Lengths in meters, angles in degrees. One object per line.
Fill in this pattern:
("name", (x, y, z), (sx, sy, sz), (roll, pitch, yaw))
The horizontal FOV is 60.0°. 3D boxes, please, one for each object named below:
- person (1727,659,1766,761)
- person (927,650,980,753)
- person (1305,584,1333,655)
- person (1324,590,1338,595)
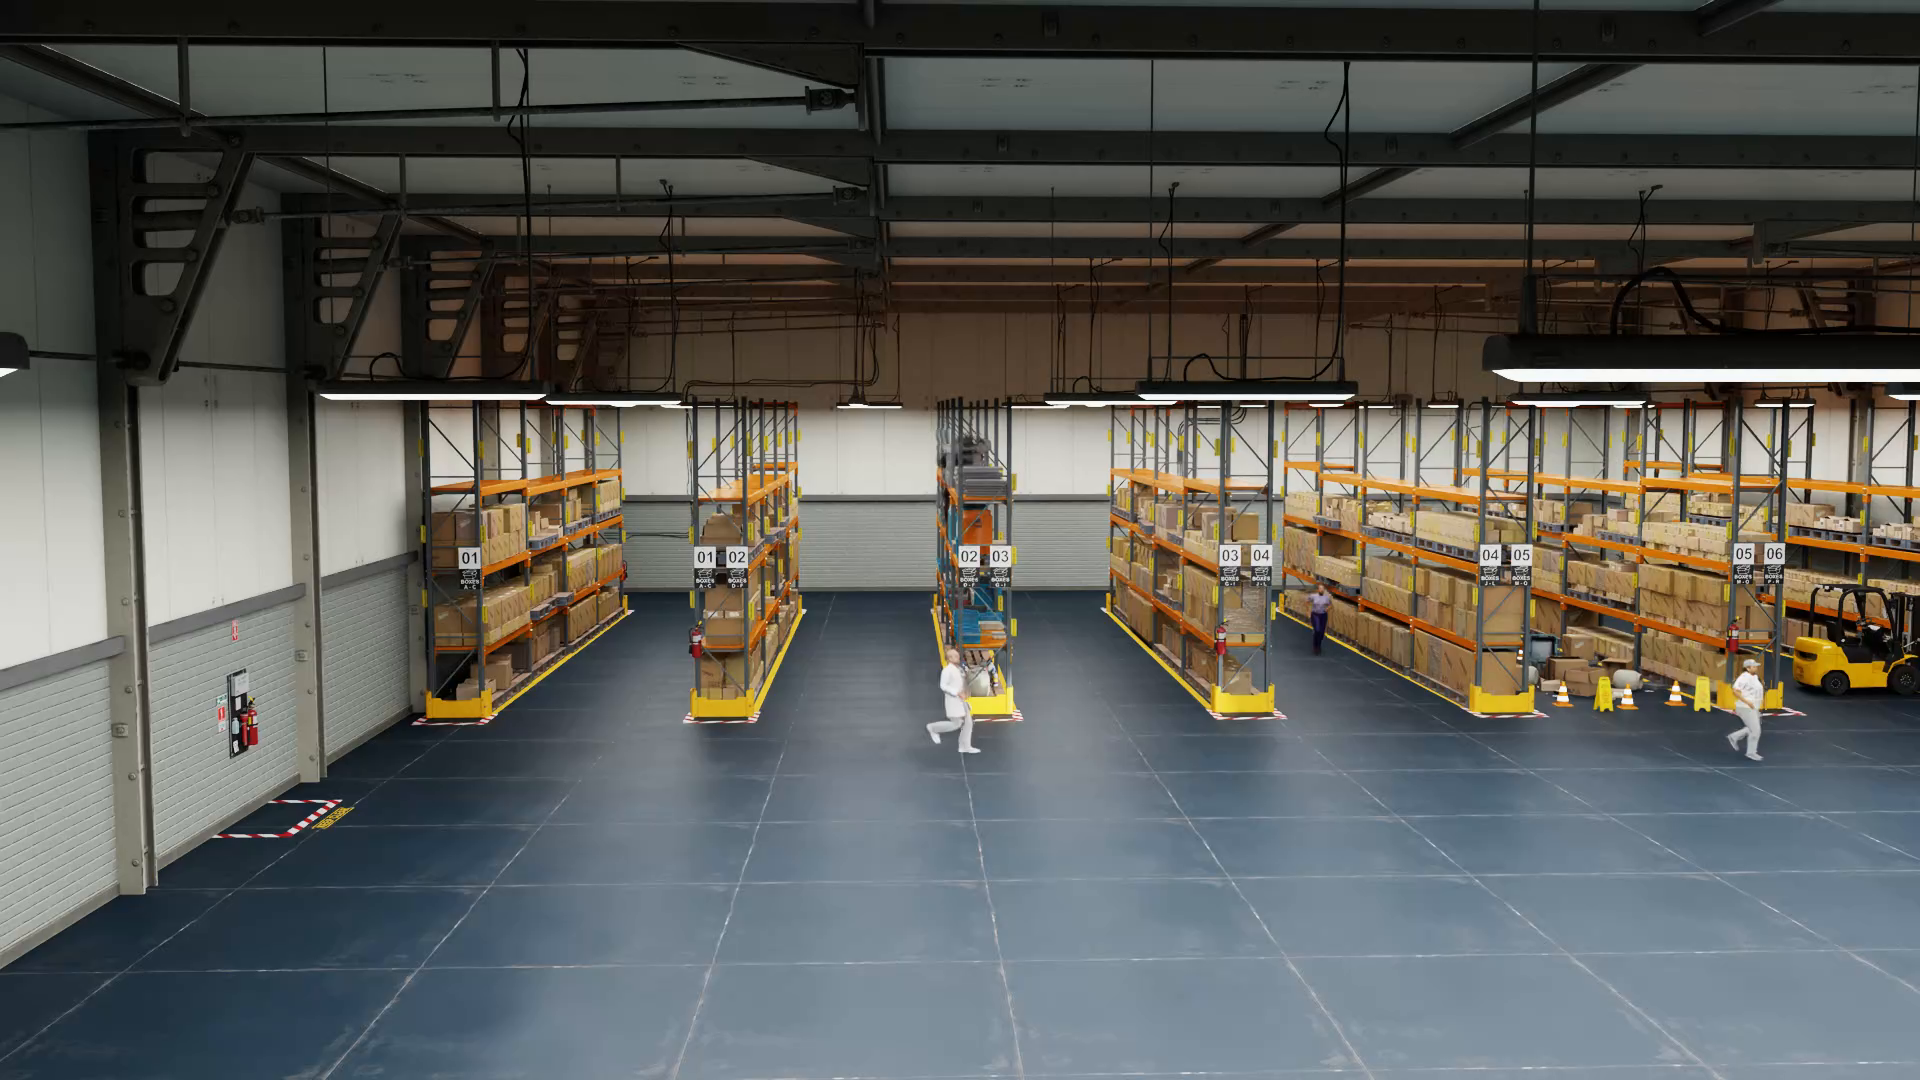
("person", (13.002, 2.790, 27.514), (0.615, 1.643, 0.646), (-4, 6, -42))
("person", (-0.086, 2.705, 27.930), (0.920, 1.742, 0.725), (2, 5, 24))
("person", (8.507, 1.875, 39.338), (0.570, 1.688, 0.796), (0, 4, -6))
("person", (10.712, 1.071, 48.710), (0.754, 1.733, 0.940), (-2, 5, -29))
